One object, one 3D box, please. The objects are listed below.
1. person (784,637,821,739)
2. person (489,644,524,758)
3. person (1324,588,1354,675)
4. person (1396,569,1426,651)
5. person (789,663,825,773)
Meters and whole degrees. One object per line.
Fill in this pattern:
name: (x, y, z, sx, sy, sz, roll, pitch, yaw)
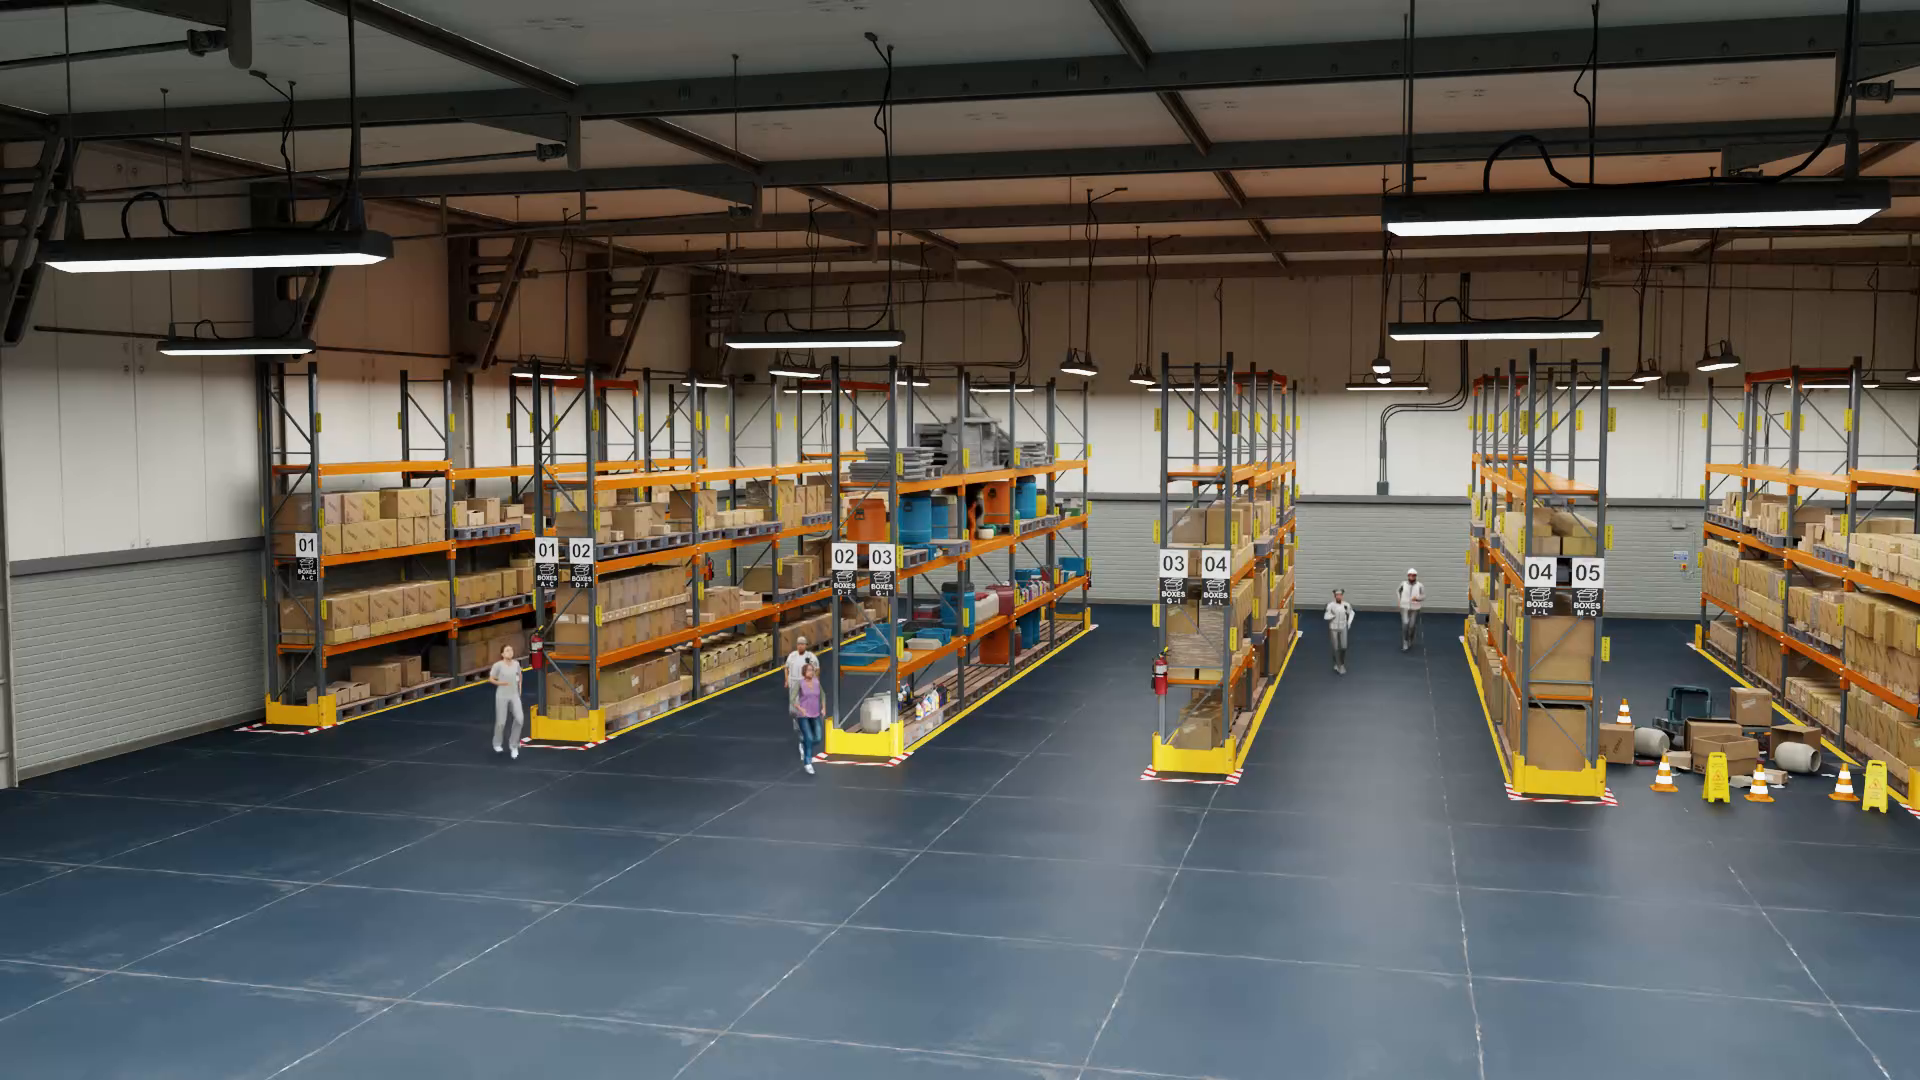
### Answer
person: (-2.516, 2.350, 26.370, 0.607, 1.611, 0.547, 0, 4, 5)
person: (-6.805, 2.408, 25.023, 0.571, 1.706, 0.635, -3, 5, -34)
person: (7.582, 1.821, 33.256, 0.592, 1.734, 0.684, 1, 4, 12)
person: (9.967, 1.521, 36.757, 0.650, 1.786, 0.760, 1, 4, 13)
person: (-2.192, 2.552, 23.981, 0.598, 1.574, 0.581, -3, 5, -34)
